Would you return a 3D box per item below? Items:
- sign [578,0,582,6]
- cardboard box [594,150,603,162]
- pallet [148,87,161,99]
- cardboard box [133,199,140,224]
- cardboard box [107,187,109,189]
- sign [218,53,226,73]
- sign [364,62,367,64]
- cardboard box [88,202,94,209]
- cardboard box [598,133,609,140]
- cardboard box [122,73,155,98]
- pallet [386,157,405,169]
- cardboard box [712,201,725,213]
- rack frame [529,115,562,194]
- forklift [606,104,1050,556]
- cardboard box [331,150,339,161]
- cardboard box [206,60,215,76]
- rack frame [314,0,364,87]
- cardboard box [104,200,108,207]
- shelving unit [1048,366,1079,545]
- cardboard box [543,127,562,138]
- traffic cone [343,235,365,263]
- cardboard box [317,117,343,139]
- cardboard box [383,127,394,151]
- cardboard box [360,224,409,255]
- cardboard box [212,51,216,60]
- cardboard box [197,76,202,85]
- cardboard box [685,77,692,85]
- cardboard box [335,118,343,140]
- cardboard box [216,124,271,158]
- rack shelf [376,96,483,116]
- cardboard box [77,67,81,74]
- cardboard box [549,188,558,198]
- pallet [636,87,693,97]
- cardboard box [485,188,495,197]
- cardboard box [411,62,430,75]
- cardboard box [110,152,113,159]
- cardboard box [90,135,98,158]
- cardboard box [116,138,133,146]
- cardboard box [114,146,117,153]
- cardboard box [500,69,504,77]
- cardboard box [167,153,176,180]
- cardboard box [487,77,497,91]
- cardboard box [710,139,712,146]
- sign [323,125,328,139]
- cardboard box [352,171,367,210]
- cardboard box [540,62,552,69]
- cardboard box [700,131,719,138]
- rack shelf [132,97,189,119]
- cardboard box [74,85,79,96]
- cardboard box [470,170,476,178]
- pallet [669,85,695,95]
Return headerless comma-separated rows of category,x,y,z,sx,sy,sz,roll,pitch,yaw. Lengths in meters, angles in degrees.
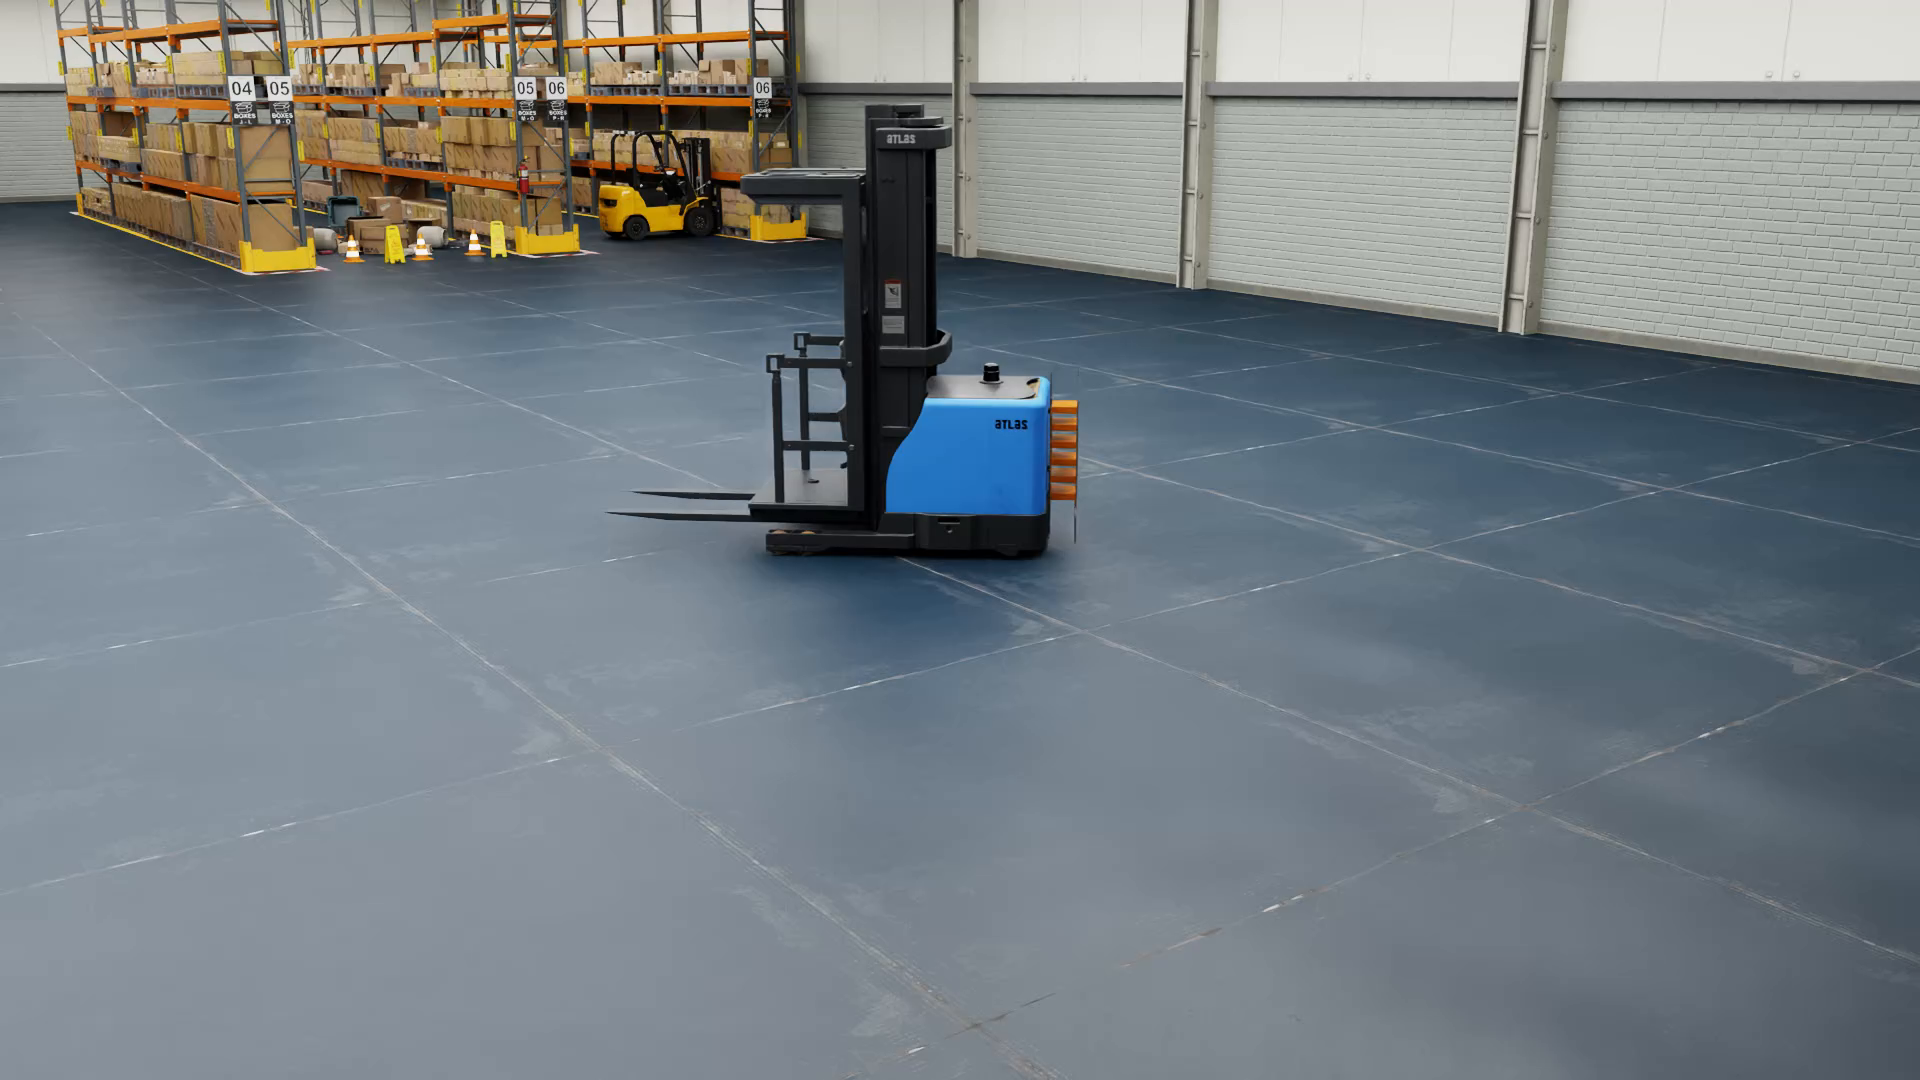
sign,-8.888,-12.670,38.902,0.100,0.325,0.005,-11,19,-35
cardboard box,-8.391,-9.169,39.678,0.500,0.250,0.500,-11,19,-34
pallet,-15.330,-8.801,32.725,1.003,0.211,1.213,-10,18,-32
cardboard box,-17.313,-7.021,35.486,0.500,0.500,0.500,-10,18,-32
cardboard box,-20.498,-8.499,40.425,0.380,0.149,0.250,-10,18,-33
sign,-12.155,-7.859,27.398,0.100,0.325,0.005,-11,19,-35
sign,-14.386,-11.391,40.255,0.100,0.325,0.005,-11,19,-35
cardboard box,-20.633,-8.020,39.802,0.380,0.149,0.250,-11,19,-34
cardboard box,-8.347,-9.564,39.421,0.380,0.149,0.250,-10,18,-33
cardboard box,-16.953,-9.390,34.331,0.500,0.500,0.500,-11,19,-35
pallet,-11.962,-8.374,36.855,1.213,0.211,1.003,-11,19,-35
cardboard box,-4.896,-7.054,35.134,0.500,0.250,0.500,-11,19,-36
rack frame,-10.806,-10.228,43.264,1.000,3.000,0.127,-11,19,-35
forklift,-0.899,-1.444,11.300,3.031,2.935,1.130,1,15,5
cardboard box,-14.774,-9.249,39.973,0.500,0.250,0.500,-11,19,-36
cardboard box,-12.515,-8.041,28.328,0.500,0.250,0.500,-11,19,-34
rack frame,-14.819,-12.350,39.654,1.000,3.000,0.127,-11,19,-35
cardboard box,-19.375,-7.712,38.111,0.380,0.149,0.250,-12,19,-37
shelving unit,0.713,-0.581,11.426,0.189,1.200,0.258,1,15,5
cardboard box,-10.398,-10.230,42.287,0.700,0.500,0.500,-11,19,-34
traffic cone,-10.872,-5.215,29.752,0.336,0.463,0.334,-11,19,-35
cardboard box,-15.320,-10.045,40.512,0.500,0.500,0.500,-11,19,-35
cardboard box,-12.390,-8.865,36.735,0.500,0.500,0.500,-12,19,-36
cardboard box,-10.844,-5.672,31.348,0.637,0.503,0.797,4,16,13
cardboard box,-12.326,-8.138,27.927,0.380,0.149,0.250,-11,19,-34
cardboard box,-13.074,-8.025,29.023,0.380,0.149,0.250,-11,19,-34
cardboard box,-5.632,-9.789,35.469,0.380,0.149,0.250,-10,18,-33
cardboard box,-14.471,-9.744,39.413,0.500,0.500,0.500,-11,19,-35
cardboard box,-12.293,-6.886,28.723,0.875,0.550,0.550,-11,19,-35
rack shelf,-11.291,-9.275,35.464,1.077,0.370,4.000,-11,19,-35
cardboard box,-20.116,-10.822,38.334,0.380,0.149,0.250,-11,19,-35
cardboard box,-10.093,-8.867,42.231,0.500,0.500,0.500,-12,19,-36
pallet,-6.632,-10.061,37.332,0.805,0.209,1.217,-12,19,-37
cardboard box,-9.014,-6.754,32.336,0.380,0.149,0.250,-10,18,-32
cardboard box,-11.177,-9.885,34.870,0.500,0.250,0.500,-10,18,-34
cardboard box,-18.132,-8.315,35.953,0.380,0.149,0.250,-11,19,-36
cardboard box,-19.581,-9.029,38.130,0.500,0.500,0.500,-11,19,-36
cardboard box,-17.668,-8.433,35.260,0.380,0.149,0.250,-11,19,-35
cardboard box,-17.831,-8.347,35.510,0.380,0.149,0.250,-10,18,-33
cardboard box,-8.322,-8.692,30.935,0.380,0.149,0.250,-10,18,-34
cardboard box,-14.880,-7.185,31.955,0.500,0.500,0.500,-11,19,-35
cardboard box,-8.566,-8.589,31.315,0.500,0.250,0.500,-11,19,-35
cardboard box,-5.235,-8.439,35.308,0.380,0.149,0.250,-11,19,-36
sign,-15.267,-9.826,40.005,0.100,0.325,0.005,-11,19,-35
cardboard box,-13.853,-8.323,39.532,0.875,0.875,0.875,-10,18,-33
cardboard box,-10.571,-12.093,42.538,0.396,0.266,0.258,-11,19,-35
cardboard box,-5.334,-8.647,35.507,0.380,0.149,0.250,-11,19,-35
rack shelf,-15.236,-8.485,32.578,1.077,0.370,4.000,-11,19,-35
cardboard box,-20.439,-10.539,39.001,0.500,0.250,0.500,-12,19,-36
cardboard box,-9.445,-7.236,32.806,0.380,0.149,0.250,-11,19,-34
pallet,-5.580,-9.746,35.987,1.003,0.211,1.213,-11,19,-35
